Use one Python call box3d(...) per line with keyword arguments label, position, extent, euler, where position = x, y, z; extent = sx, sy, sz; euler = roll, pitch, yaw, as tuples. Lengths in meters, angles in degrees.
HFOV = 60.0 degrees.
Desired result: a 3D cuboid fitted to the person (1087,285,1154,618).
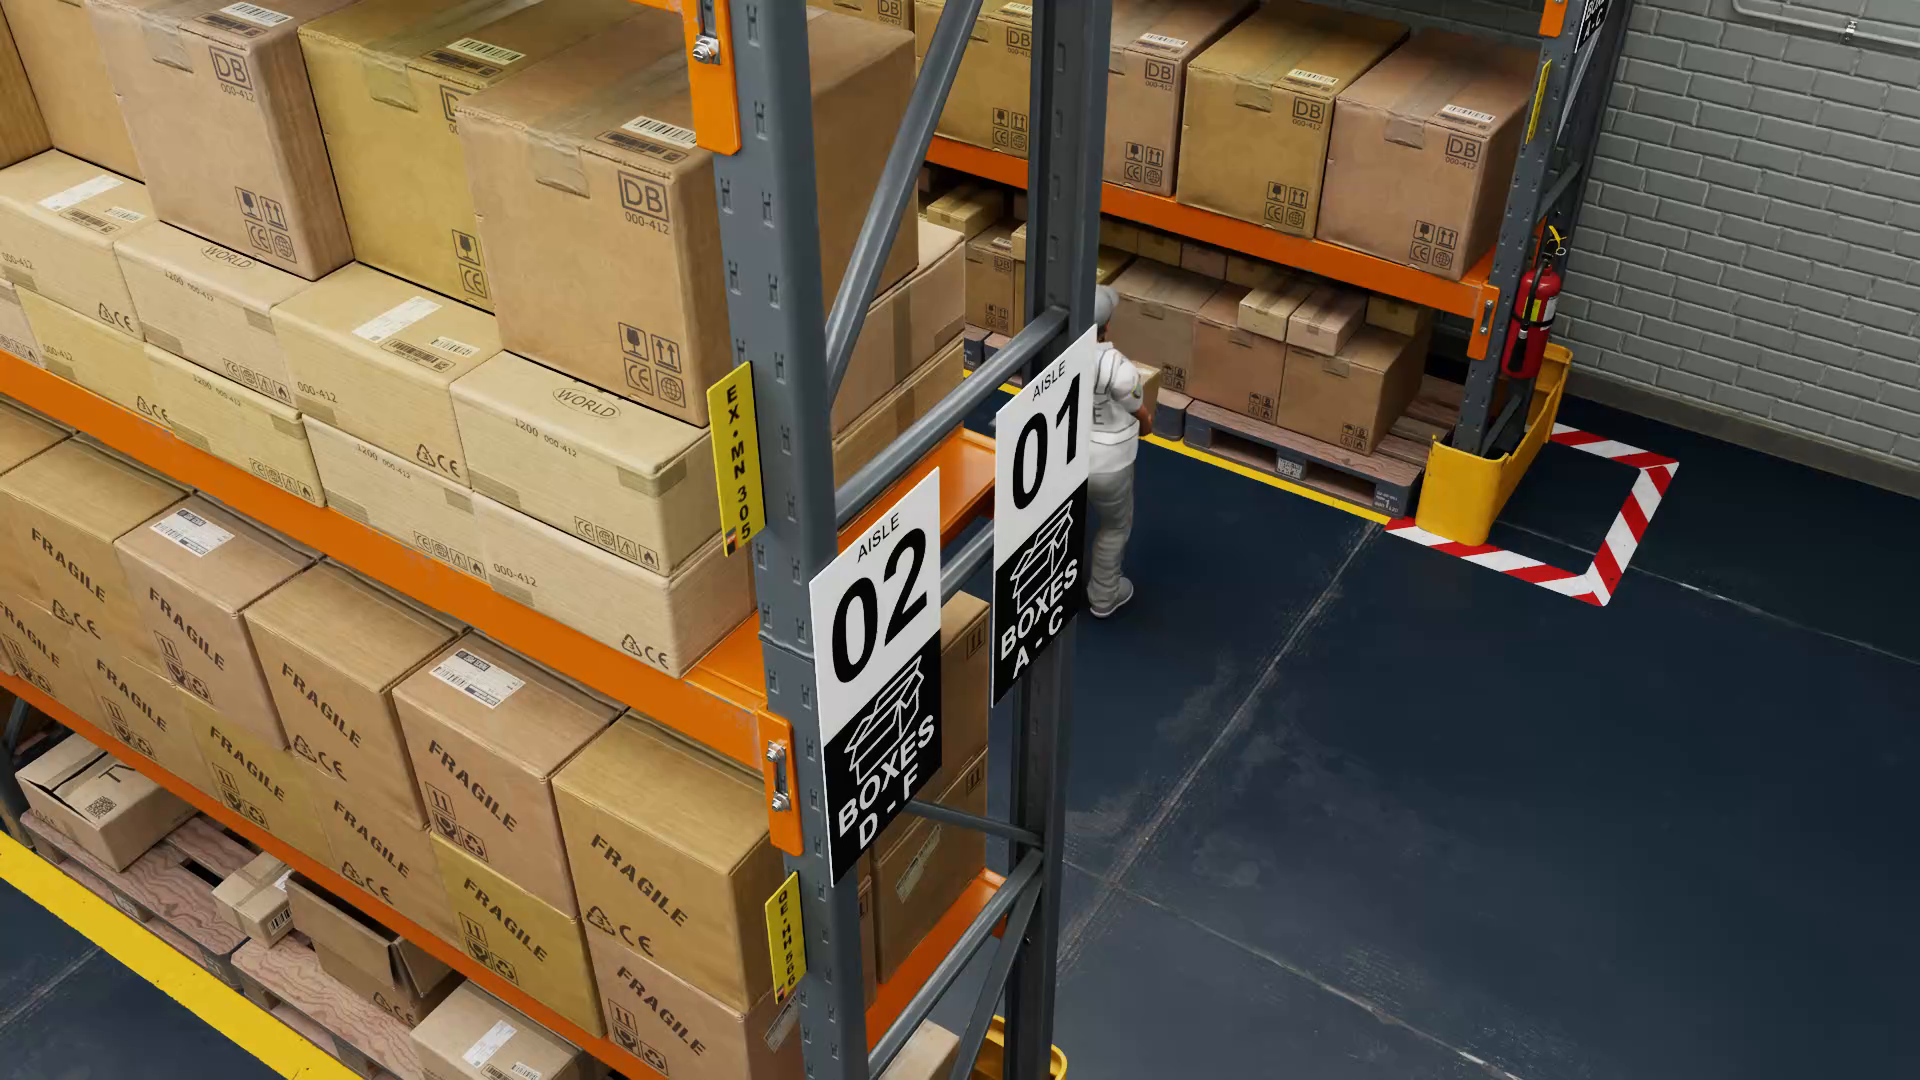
box3d(label="person", position=(0.581, -0.400, 7.185), extent=(0.452, 1.662, 0.539), euler=(22, 43, 25))
